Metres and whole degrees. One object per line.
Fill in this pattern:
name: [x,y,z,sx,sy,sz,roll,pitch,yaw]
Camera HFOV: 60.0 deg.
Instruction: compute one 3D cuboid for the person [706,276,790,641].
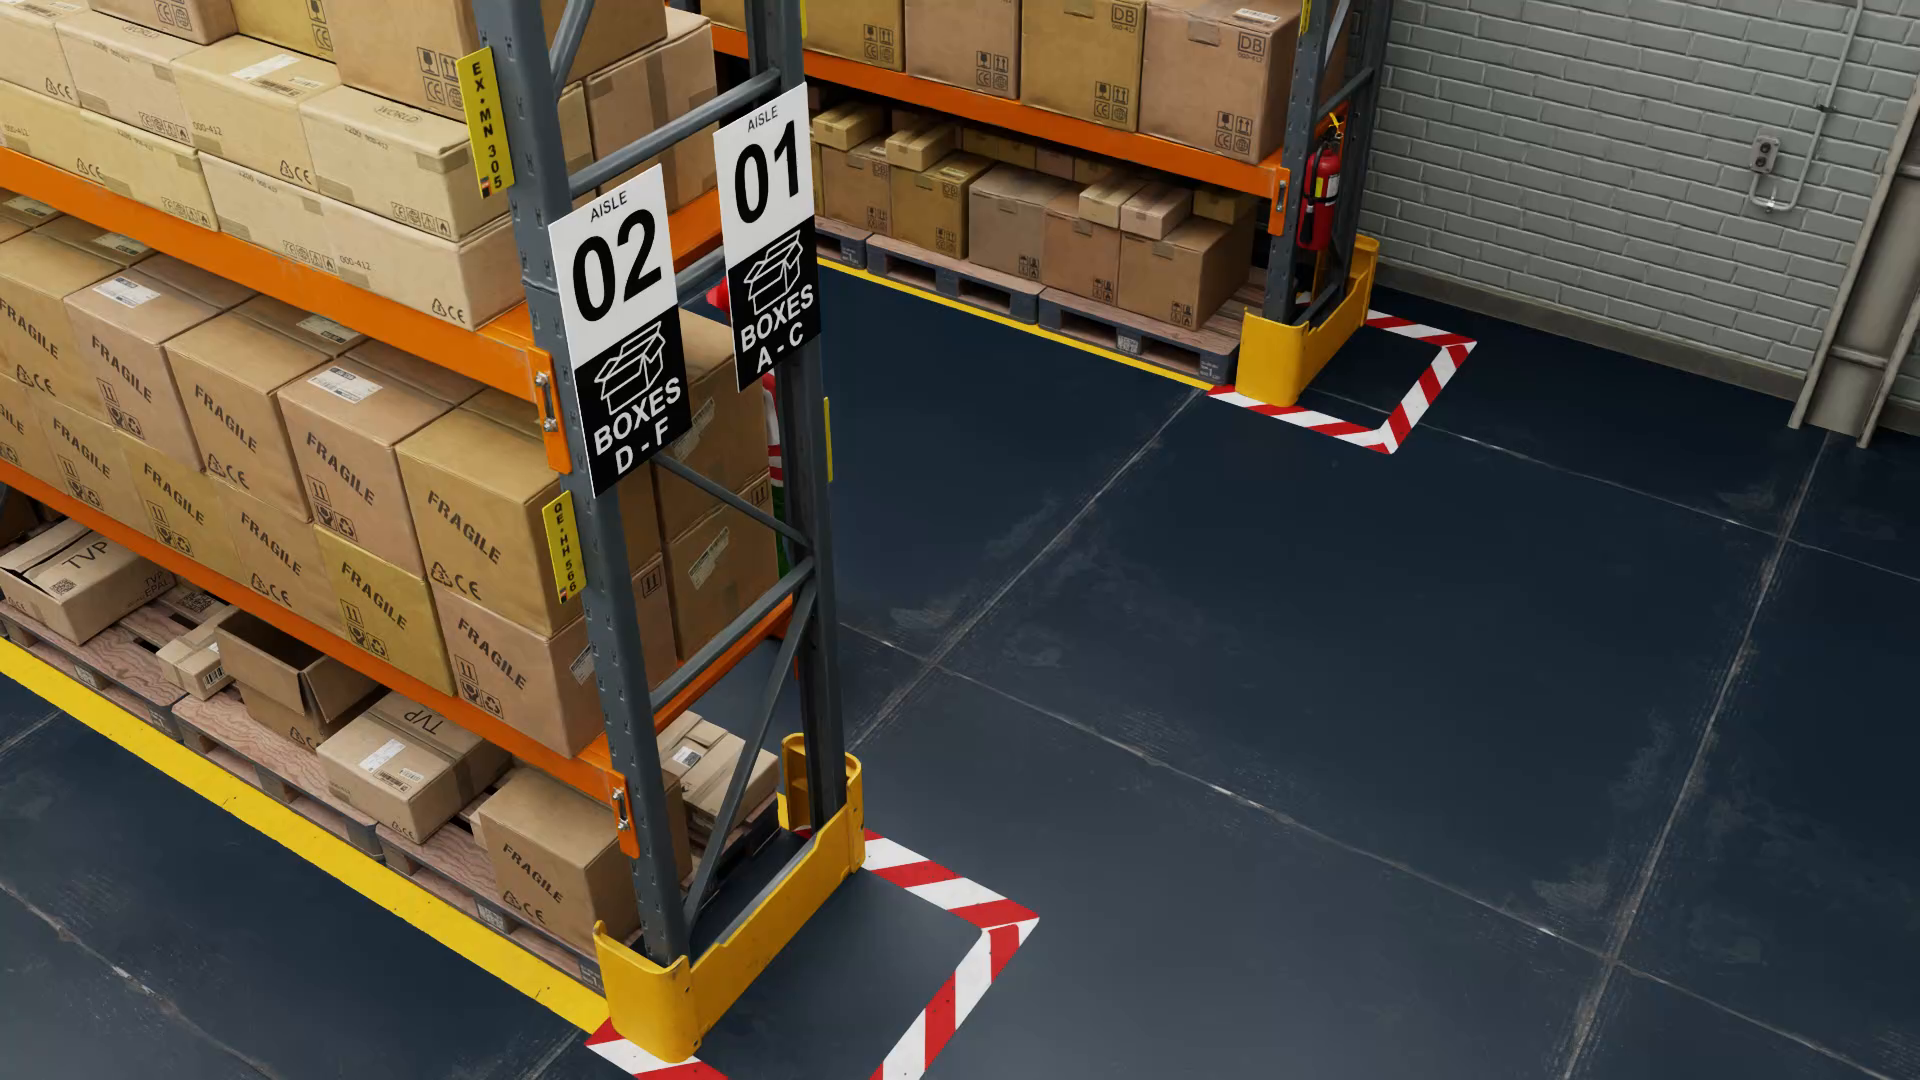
person: [-0.798,-0.354,7.120,0.449,1.779,0.608,20,42,23]
